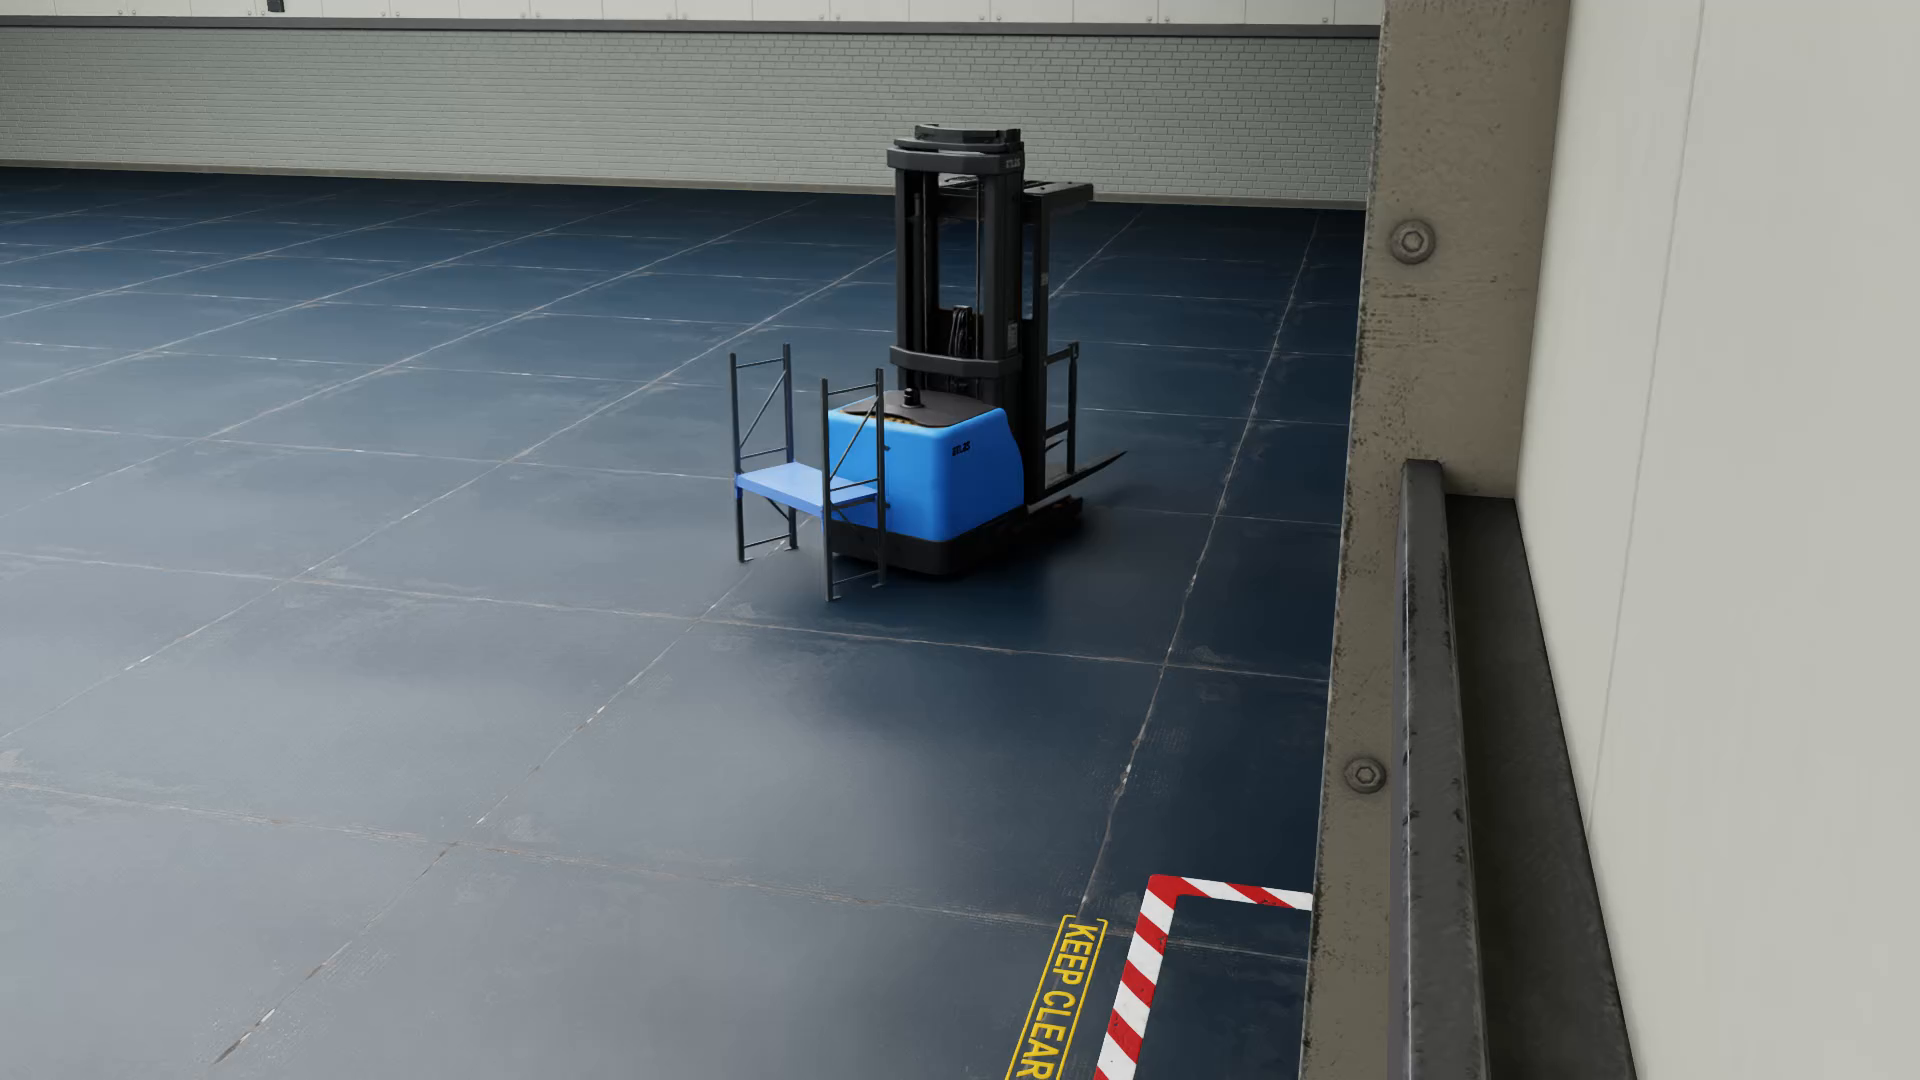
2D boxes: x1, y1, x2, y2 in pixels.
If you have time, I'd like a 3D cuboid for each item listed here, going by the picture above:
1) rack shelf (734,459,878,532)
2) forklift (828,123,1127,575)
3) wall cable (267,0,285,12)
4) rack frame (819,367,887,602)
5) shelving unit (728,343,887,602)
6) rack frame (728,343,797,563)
[{"bbox_3d":[-1.036,-0.311,11.334,0.538,0.185,1.000,-16,25,-39],"label":"rack shelf"},{"bbox_3d":[0.277,-1.568,12.245,1.130,2.935,3.031,12,22,31],"label":"forklift"},{"bbox_3d":[-12.566,-13.216,31.698,2.305,6.003,0.169,5,19,13],"label":"wall cable"},{"bbox_3d":[-0.696,-0.359,10.918,0.500,1.500,0.032,-16,25,-39],"label":"rack frame"},{"bbox_3d":[-1.036,-0.481,11.276,0.538,1.500,1.048,-16,25,-39],"label":"shelving unit"},{"bbox_3d":[-1.375,-0.603,11.634,0.500,1.500,0.032,-16,25,-39],"label":"rack frame"}]
